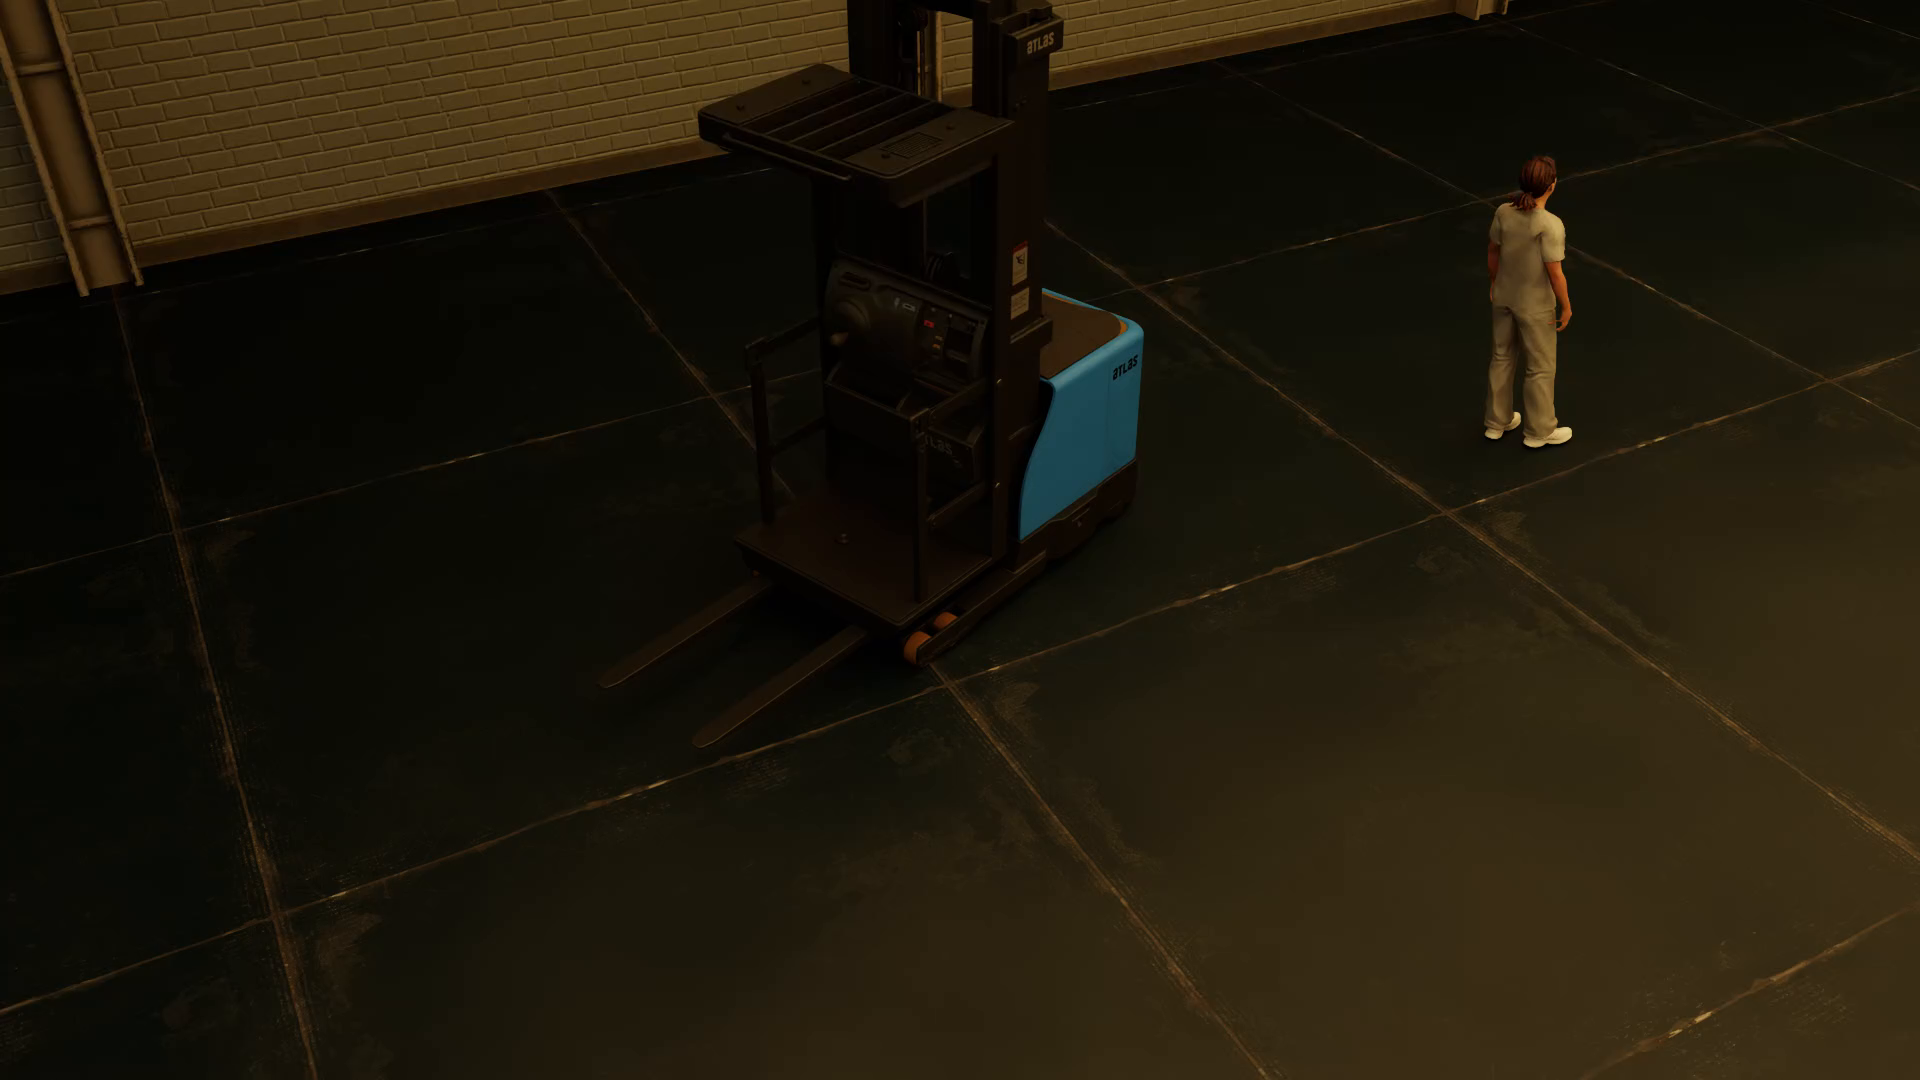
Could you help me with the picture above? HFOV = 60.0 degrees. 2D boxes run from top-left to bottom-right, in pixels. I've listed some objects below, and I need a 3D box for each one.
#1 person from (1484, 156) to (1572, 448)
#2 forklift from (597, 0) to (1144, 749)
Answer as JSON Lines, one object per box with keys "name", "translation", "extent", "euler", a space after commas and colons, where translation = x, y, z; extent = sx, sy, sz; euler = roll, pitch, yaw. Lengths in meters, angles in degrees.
{"name": "person", "translation": [3.116, -1.302, 9.040], "extent": [0.550, 1.676, 0.550], "euler": [-21, 40, -26]}
{"name": "forklift", "translation": [-0.390, -0.927, 7.434], "extent": [1.130, 2.935, 3.031], "euler": [26, 43, 31]}
